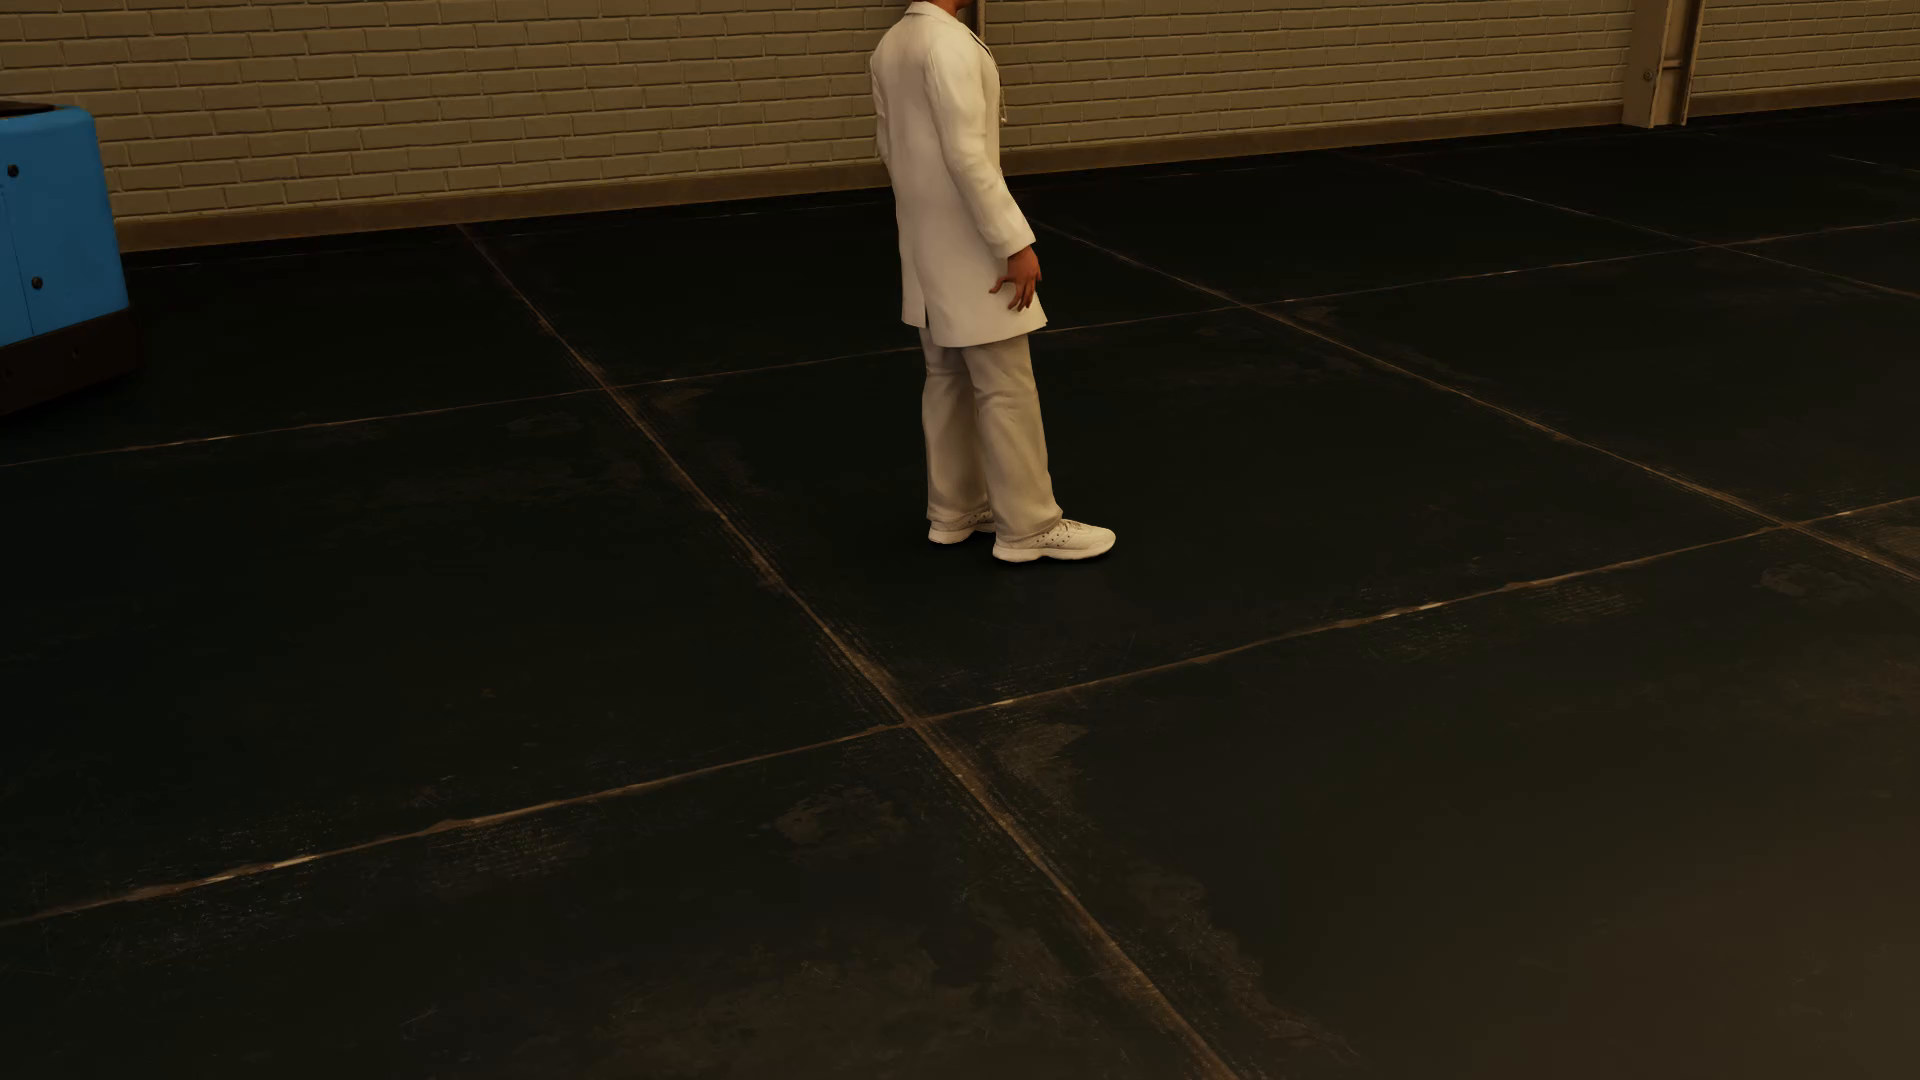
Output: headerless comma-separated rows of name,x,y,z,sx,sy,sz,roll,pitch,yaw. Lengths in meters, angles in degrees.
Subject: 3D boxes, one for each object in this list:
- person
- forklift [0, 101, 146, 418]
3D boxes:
person,0.085,-0.841,4.795,0.578,1.777,0.698,-10,25,-23
forklift,-4.796,-2.005,6.113,3.031,2.935,1.130,8,24,18
